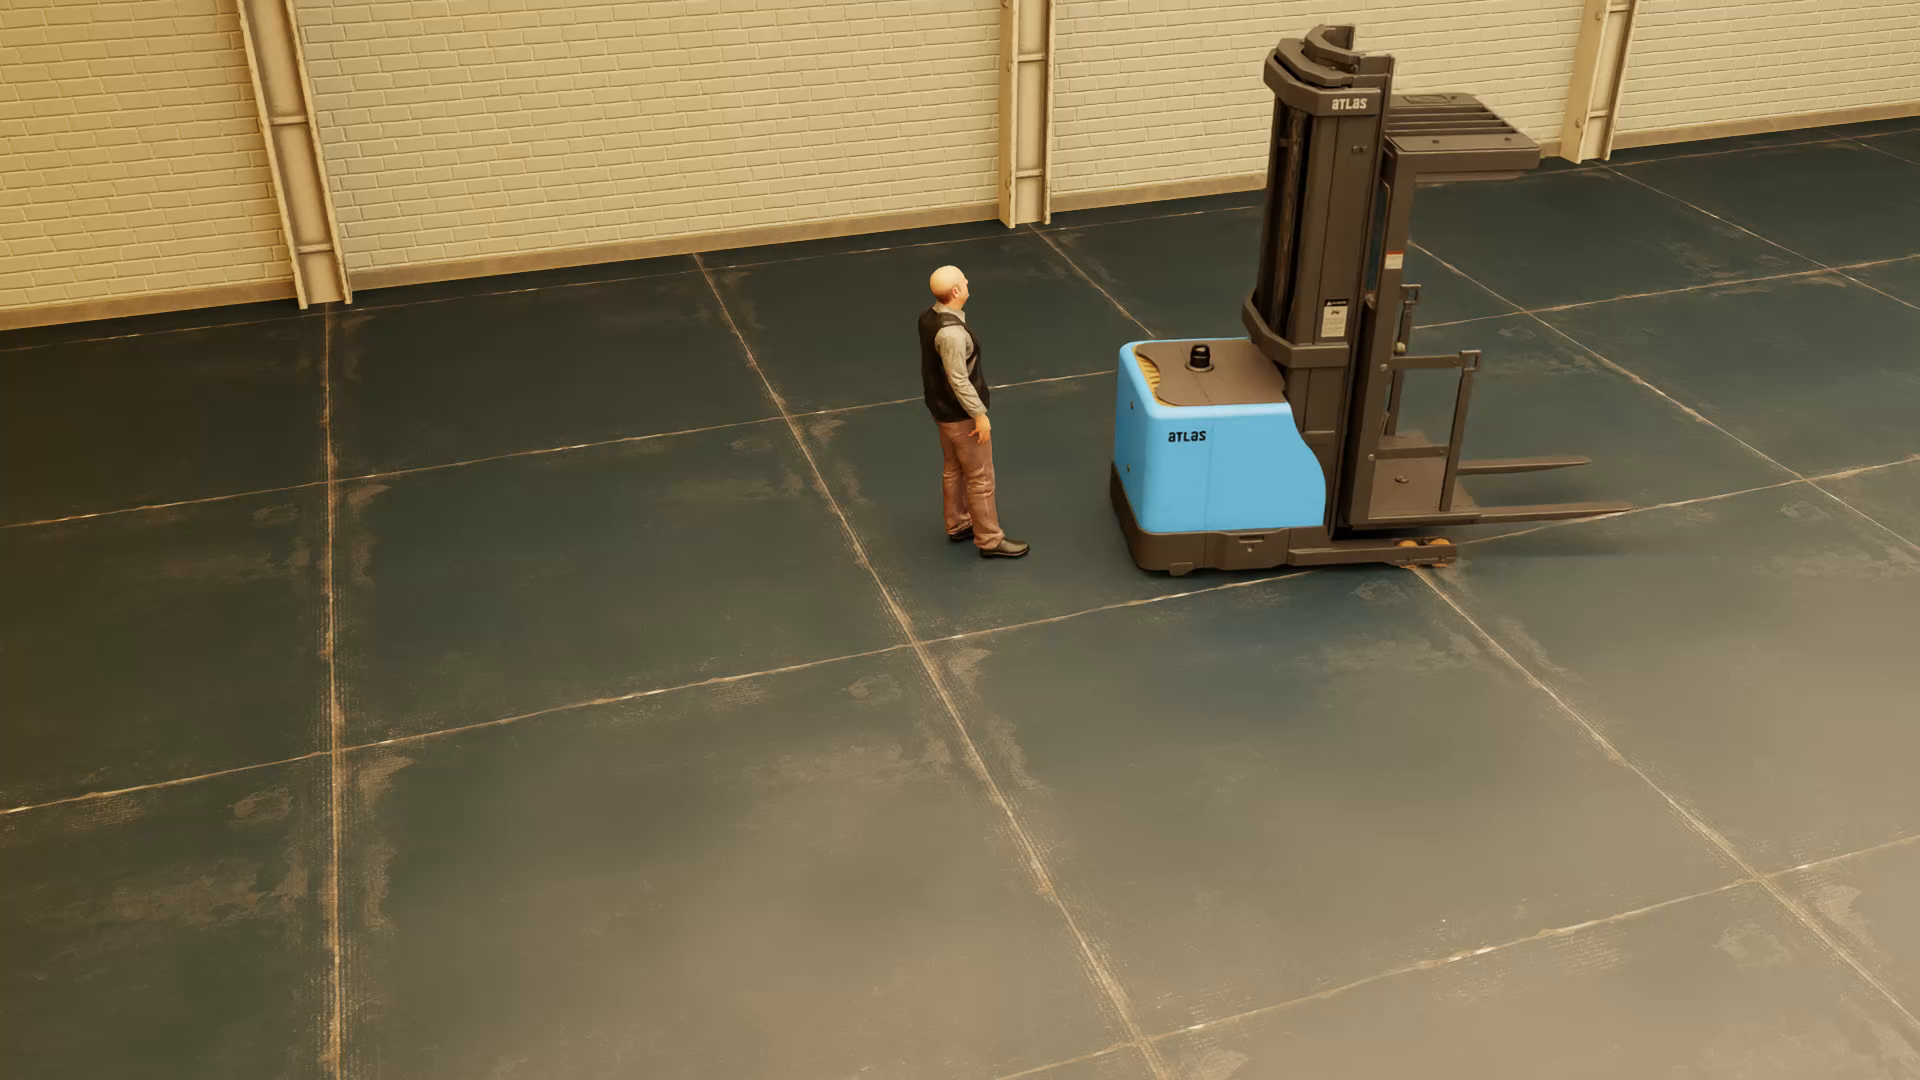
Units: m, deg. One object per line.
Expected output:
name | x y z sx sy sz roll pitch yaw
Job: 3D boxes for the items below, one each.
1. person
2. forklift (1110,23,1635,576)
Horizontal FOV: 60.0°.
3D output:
person | 0.061 -0.758 9.603 0.568 1.720 0.632 -10 31 -16
forklift | 2.484 -1.359 9.450 3.031 2.935 1.130 -3 30 -5
